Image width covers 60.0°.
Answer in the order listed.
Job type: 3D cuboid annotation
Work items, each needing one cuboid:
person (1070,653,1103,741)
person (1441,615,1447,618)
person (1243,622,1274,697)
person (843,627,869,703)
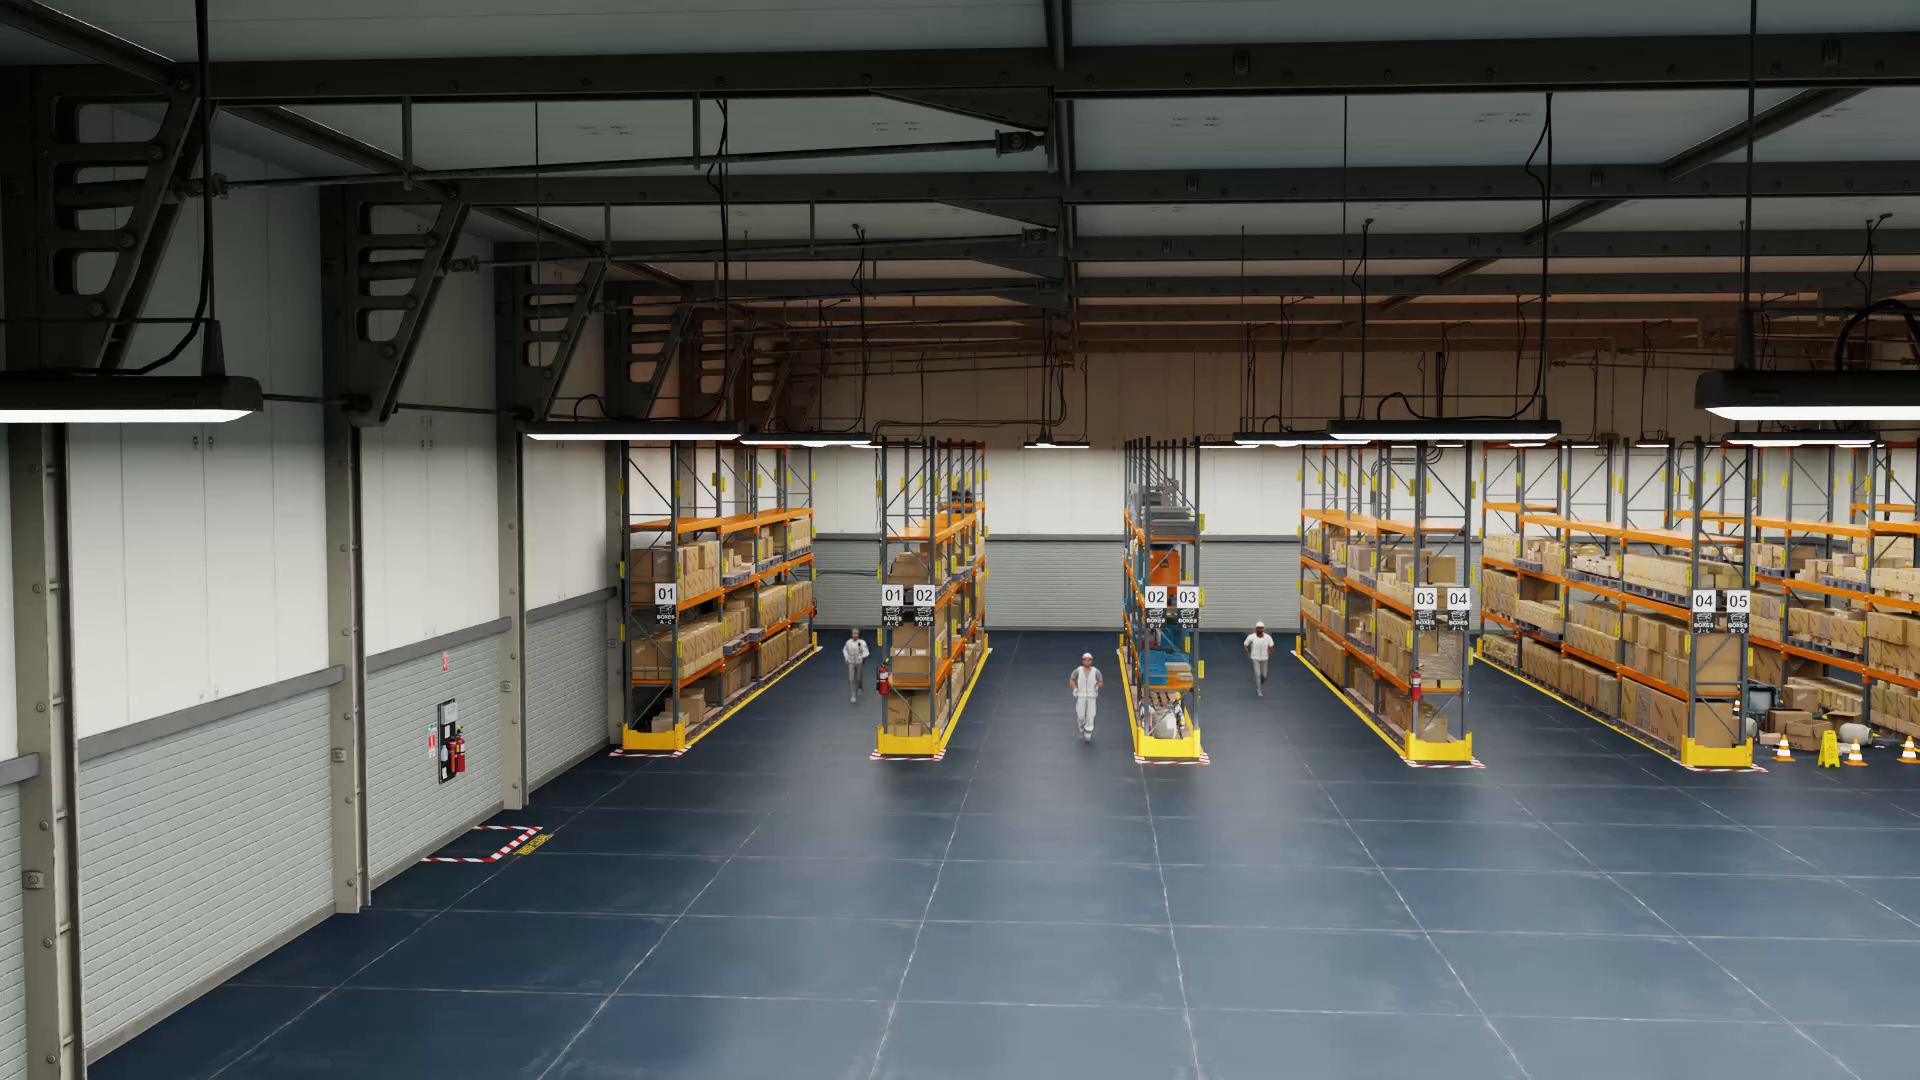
[{"bbox_3d":[2.476,3.092,32.570,0.643,1.742,0.584,0,3,4],"label":"person"},{"bbox_3d":[13.784,2.349,47.370,0.561,1.675,0.774,-2,3,-28],"label":"person"},{"bbox_3d":[6.989,2.779,38.812,0.730,1.741,0.715,0,3,-2],"label":"person"},{"bbox_3d":[-2.387,2.831,38.043,0.627,1.683,0.862,0,3,5],"label":"person"}]
